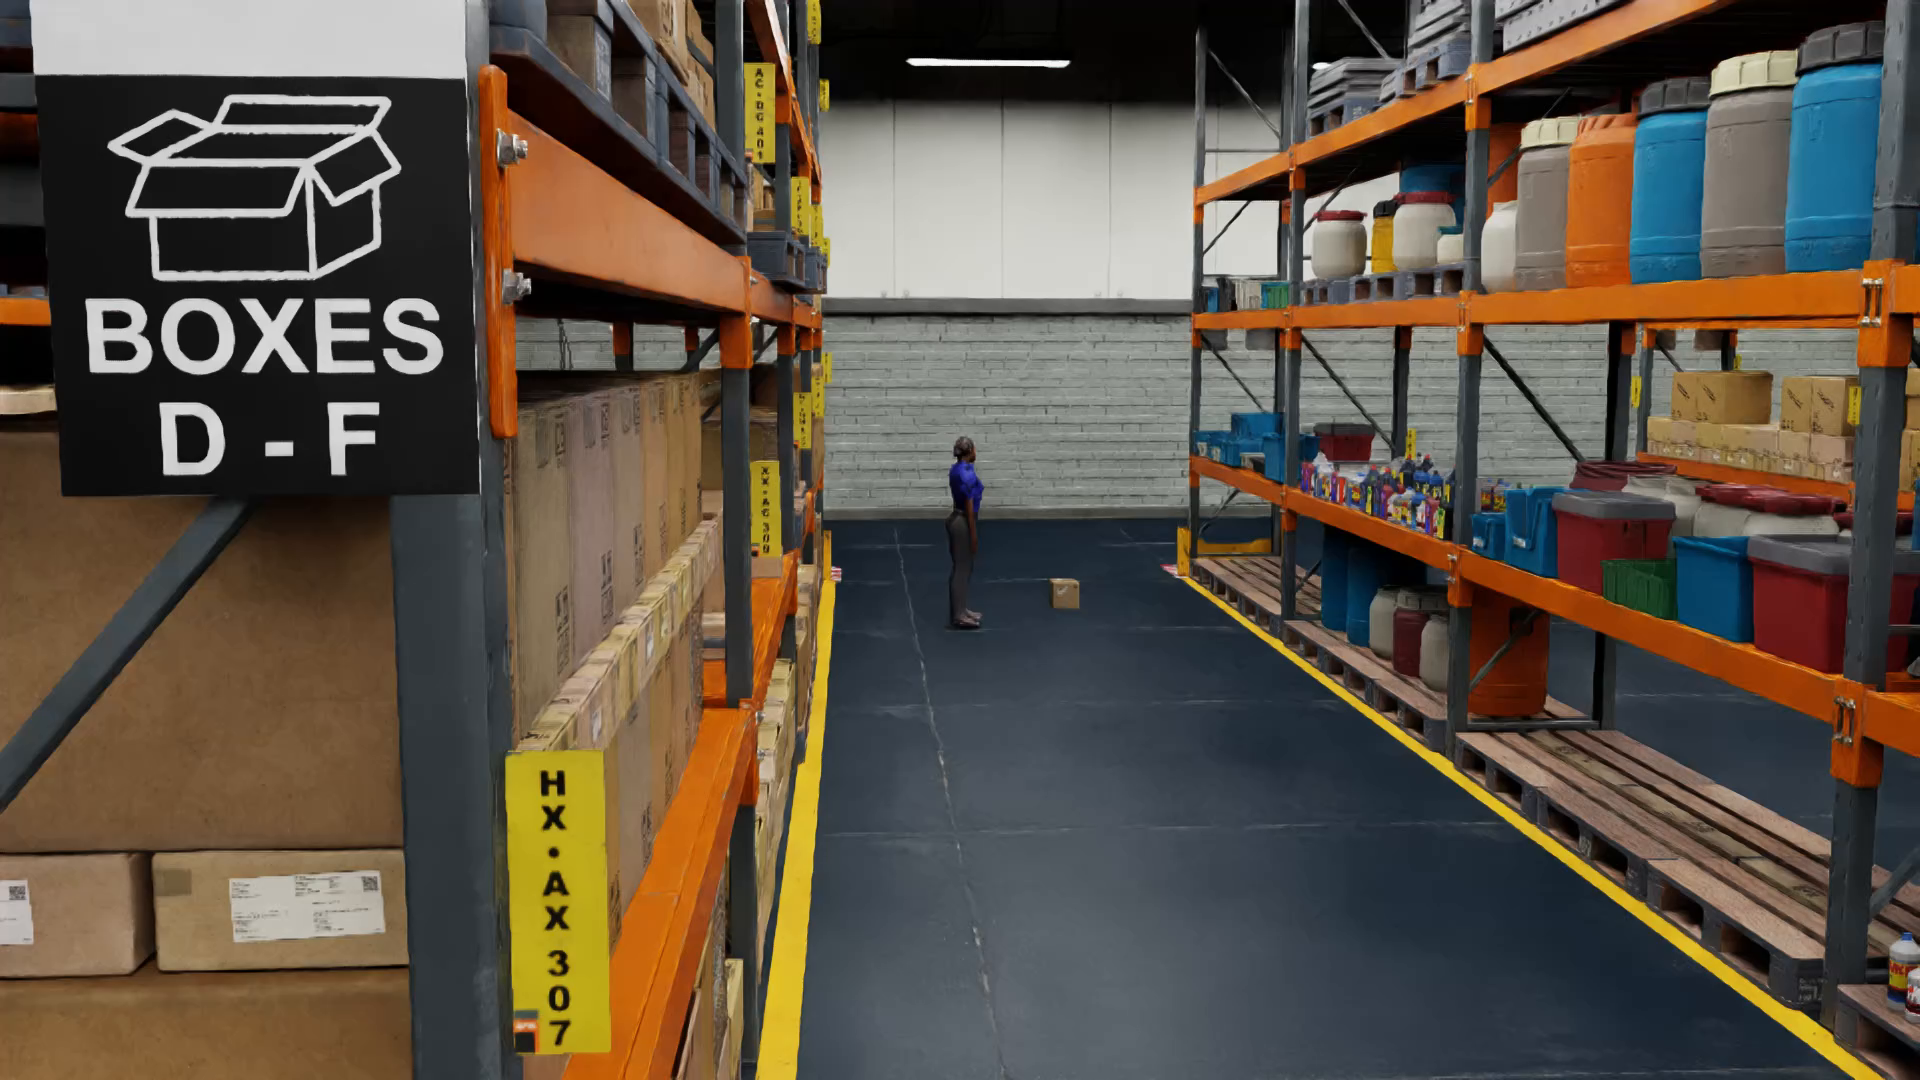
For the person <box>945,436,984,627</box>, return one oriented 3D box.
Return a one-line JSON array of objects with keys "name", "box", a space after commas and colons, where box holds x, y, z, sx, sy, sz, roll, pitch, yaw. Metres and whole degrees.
[{"name": "person", "box": [0.054, -0.090, 14.811, 0.343, 1.670, 0.537, -2, 7, -13]}]
